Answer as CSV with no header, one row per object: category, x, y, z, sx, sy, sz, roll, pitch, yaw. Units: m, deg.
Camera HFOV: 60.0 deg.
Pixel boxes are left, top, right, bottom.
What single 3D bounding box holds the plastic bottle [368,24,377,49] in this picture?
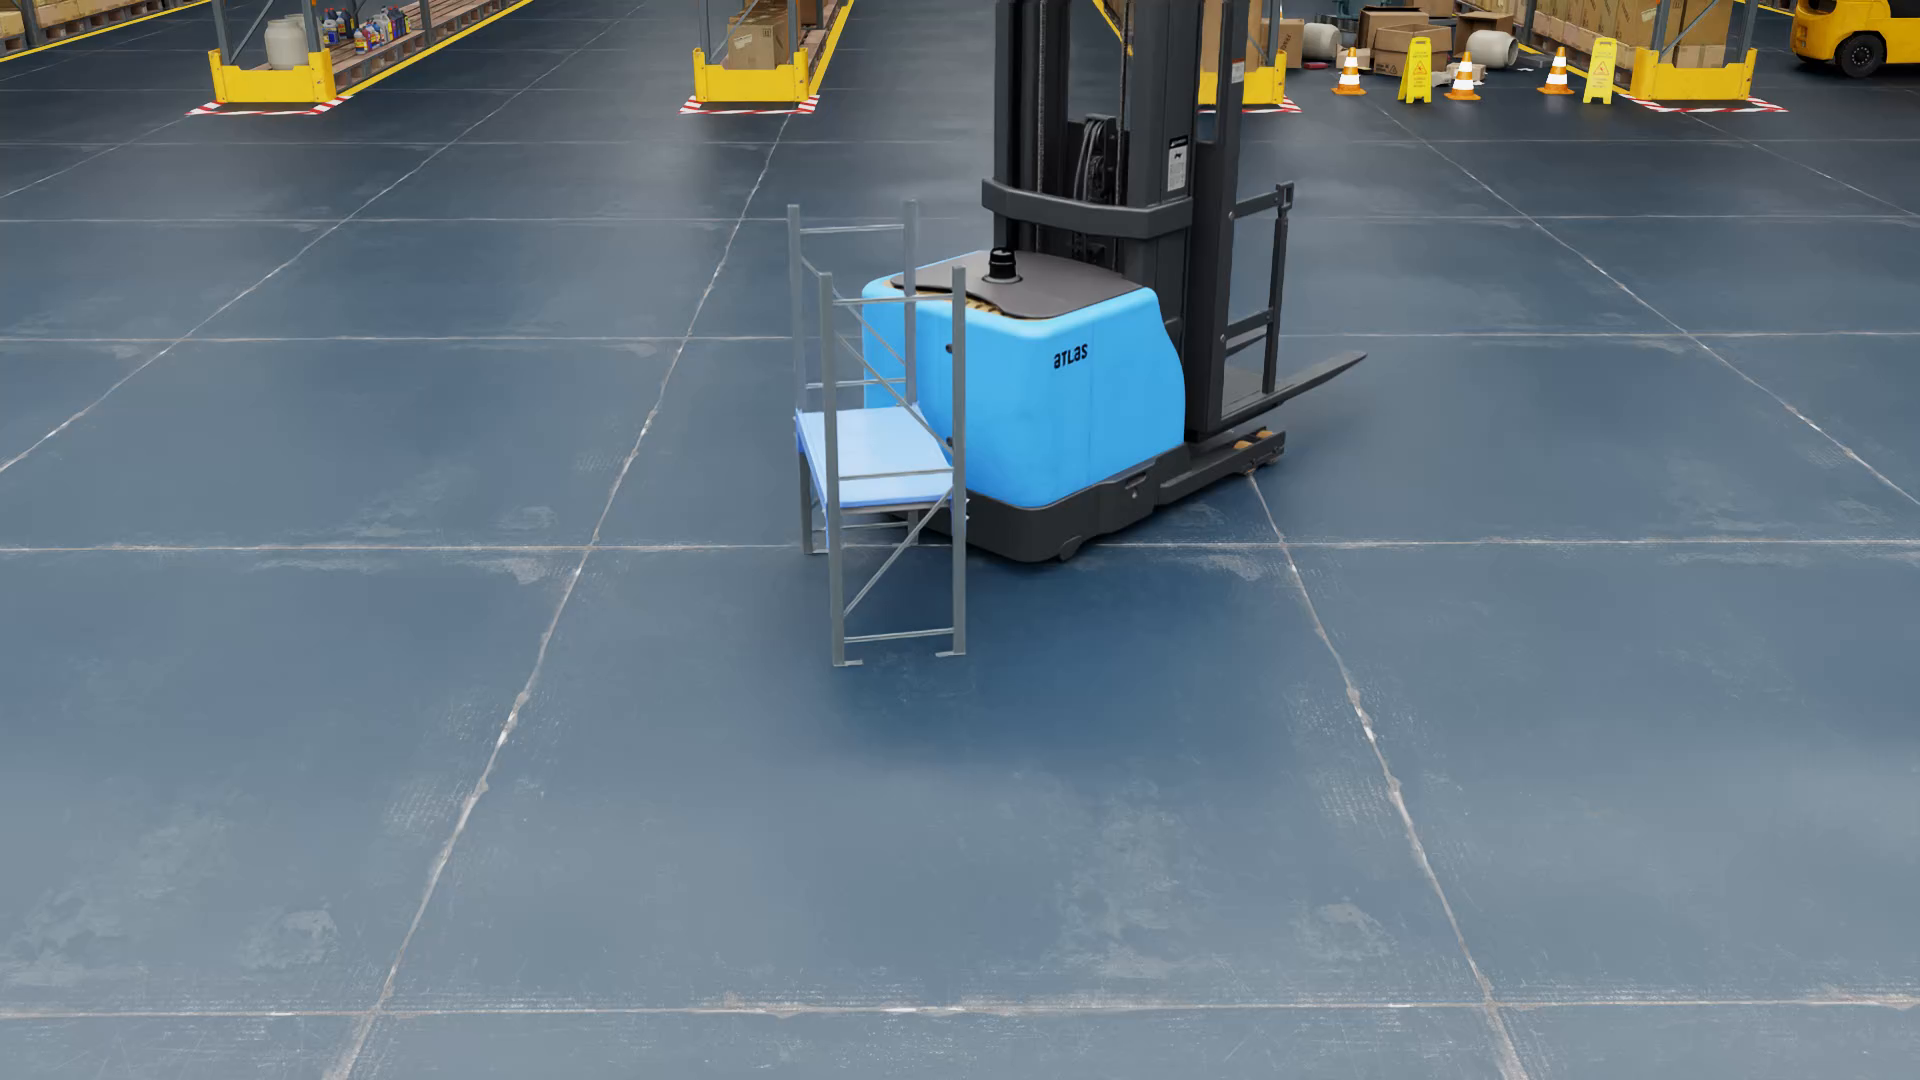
plastic bottle,-6.849,-5.858,19.338,0.097,0.271,0.097,0,24,0

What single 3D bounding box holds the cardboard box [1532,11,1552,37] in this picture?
cardboard box,7.419,-6.379,20.540,0.500,0.250,0.500,-1,24,-3

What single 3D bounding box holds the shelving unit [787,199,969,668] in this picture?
shelving unit,-0.328,-0.437,6.397,0.538,1.500,1.048,-5,25,-10

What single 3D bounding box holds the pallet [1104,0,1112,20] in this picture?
pallet,2.624,-7.673,23.959,1.003,0.211,1.213,0,24,-1

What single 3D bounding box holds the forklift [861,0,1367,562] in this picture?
forklift,0.926,-1.766,7.599,1.130,2.935,3.031,20,31,38

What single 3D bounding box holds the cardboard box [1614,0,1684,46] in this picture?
cardboard box,7.457,-5.645,18.009,0.500,0.500,0.500,0,24,0

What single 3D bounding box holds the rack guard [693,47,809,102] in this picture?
rack guard,-2.184,-4.884,17.442,1.175,0.500,0.348,0,24,-1

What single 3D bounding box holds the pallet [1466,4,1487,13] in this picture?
pallet,7.657,-7.239,22.999,1.003,0.211,1.213,0,24,-1

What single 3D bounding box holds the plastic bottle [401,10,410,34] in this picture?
plastic bottle,-6.844,-6.384,20.487,0.061,0.283,0.133,1,24,2

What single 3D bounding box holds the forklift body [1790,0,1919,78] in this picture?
forklift body,10.845,-6.446,18.893,2.313,2.155,1.214,0,24,-1

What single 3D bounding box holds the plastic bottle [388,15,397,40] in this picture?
plastic bottle,-6.838,-6.170,20.015,0.061,0.283,0.133,1,24,3

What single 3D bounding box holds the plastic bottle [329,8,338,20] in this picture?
plastic bottle,-7.585,-6.277,20.168,0.144,0.351,0.185,0,24,1

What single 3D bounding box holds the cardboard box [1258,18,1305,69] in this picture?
cardboard box,3.777,-5.848,19.570,0.500,0.500,0.500,4,25,9

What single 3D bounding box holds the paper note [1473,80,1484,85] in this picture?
paper note,5.726,-5.064,18.409,0.148,0.019,0.142,-9,26,-19

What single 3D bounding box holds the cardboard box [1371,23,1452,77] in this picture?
cardboard box,5.176,-5.611,19.046,0.797,0.503,0.637,-19,31,-36

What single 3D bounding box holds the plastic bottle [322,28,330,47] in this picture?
plastic bottle,-7.456,-5.897,19.511,0.097,0.201,0.097,0,24,0

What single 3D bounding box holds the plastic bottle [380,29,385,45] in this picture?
plastic bottle,-6.852,-5.951,19.630,0.097,0.201,0.097,0,24,0

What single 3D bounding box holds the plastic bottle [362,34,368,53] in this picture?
plastic bottle,-6.845,-5.686,19.044,0.097,0.201,0.097,0,24,0

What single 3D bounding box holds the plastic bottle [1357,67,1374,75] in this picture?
plastic bottle,4.619,-5.398,19.110,0.133,0.061,0.283,-9,26,-19

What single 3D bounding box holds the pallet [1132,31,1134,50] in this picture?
pallet,2.664,-6.036,20.340,1.003,0.211,1.213,0,24,-1

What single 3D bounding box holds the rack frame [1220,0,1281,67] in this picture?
rack frame,2.778,-5.972,16.815,1.000,3.000,0.127,0,24,-1

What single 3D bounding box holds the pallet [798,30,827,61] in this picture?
pallet,-2.184,-6.093,20.465,1.003,0.211,1.213,0,24,-1

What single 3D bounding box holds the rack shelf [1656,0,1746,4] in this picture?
rack shelf,7.705,-6.532,18.927,1.077,0.370,4.000,0,24,-1

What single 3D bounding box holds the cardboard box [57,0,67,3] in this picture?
cardboard box,-11.888,-7.169,21.607,0.500,0.311,0.500,-1,24,-1

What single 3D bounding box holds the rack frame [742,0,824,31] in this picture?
rack frame,-2.227,-7.640,20.502,1.000,3.000,0.127,0,24,-1

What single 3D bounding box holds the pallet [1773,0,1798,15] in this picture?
pallet,12.573,-7.747,24.122,1.003,0.211,1.213,0,24,-1

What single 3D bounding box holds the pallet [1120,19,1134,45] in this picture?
pallet,2.650,-6.668,21.736,1.003,0.211,1.213,0,24,-1

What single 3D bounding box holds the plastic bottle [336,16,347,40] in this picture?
plastic bottle,-7.463,-6.181,20.054,0.097,0.271,0.097,0,24,0

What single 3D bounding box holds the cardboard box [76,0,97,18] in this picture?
cardboard box,-11.902,-7.127,22.195,0.500,0.250,0.500,-1,24,-2

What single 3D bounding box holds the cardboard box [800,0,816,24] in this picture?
cardboard box,-2.212,-6.954,21.486,0.700,0.500,0.500,-2,24,-5

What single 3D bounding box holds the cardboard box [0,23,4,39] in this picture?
cardboard box,-11.913,-6.139,20.011,0.500,0.250,0.500,0,24,-1

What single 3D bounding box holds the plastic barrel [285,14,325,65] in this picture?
plastic barrel,-7.225,-5.504,18.290,0.421,0.512,0.421,0,24,0

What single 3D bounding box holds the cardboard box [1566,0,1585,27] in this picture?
cardboard box,7.441,-6.286,19.426,0.500,0.500,0.500,1,24,2

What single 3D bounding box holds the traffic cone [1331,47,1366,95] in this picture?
traffic cone,4.192,-5.042,17.836,0.336,0.463,0.334,0,24,-1

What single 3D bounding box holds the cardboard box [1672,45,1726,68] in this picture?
cardboard box,7.994,-5.308,18.174,0.500,0.250,0.500,0,24,-1

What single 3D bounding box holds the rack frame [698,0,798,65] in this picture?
rack frame,-2.183,-5.992,16.858,1.000,3.000,0.127,0,24,-1

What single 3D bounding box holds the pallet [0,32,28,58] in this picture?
pallet,-12.166,-5.998,20.257,1.003,0.211,1.213,0,24,-1

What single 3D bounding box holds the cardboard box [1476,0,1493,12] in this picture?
cardboard box,7.654,-7.477,22.822,0.950,0.372,0.625,1,24,1

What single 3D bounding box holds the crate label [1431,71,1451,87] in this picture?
crate label,5.255,-5.082,18.320,0.250,0.136,0.298,-14,28,-28

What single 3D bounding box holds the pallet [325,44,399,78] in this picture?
pallet,-7.197,-5.566,19.301,1.003,0.211,1.213,0,24,-1

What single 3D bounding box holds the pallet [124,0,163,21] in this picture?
pallet,-12.206,-7.635,23.875,1.003,0.211,1.213,0,24,-1

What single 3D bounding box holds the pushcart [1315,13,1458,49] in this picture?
pushcart,5.404,-6.459,21.073,1.648,0.377,0.936,-9,26,-19

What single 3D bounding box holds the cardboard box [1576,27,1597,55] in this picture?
cardboard box,7.440,-5.736,19.119,0.500,0.250,0.500,-1,24,-2

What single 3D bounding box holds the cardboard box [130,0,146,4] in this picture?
cardboard box,-11.917,-7.756,23.585,0.500,0.250,0.500,-1,24,-1

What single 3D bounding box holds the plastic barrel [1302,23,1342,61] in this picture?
plastic barrel,4.281,-5.986,19.972,0.512,0.421,0.421,19,30,35

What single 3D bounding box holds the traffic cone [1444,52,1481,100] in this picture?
traffic cone,5.326,-4.907,17.537,0.336,0.463,0.334,0,24,-1

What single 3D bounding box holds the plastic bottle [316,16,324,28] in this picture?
plastic bottle,-7.579,-6.024,19.609,0.144,0.351,0.185,0,24,-1

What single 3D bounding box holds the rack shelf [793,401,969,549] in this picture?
rack shelf,-0.328,-0.274,6.471,0.538,0.185,1.000,-5,25,-10

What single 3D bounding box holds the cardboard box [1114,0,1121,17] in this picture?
cardboard box,2.631,-7.440,22.280,1.050,0.750,0.750,0,24,-1

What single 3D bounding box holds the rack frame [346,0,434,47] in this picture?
rack frame,-7.179,-7.618,20.453,1.000,3.000,0.127,0,24,-1

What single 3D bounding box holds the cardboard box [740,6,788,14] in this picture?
cardboard box,-2.202,-5.806,18.970,0.500,0.500,0.500,2,24,4

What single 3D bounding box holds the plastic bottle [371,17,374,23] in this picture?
plastic bottle,-6.981,-6.093,19.844,0.061,0.283,0.133,0,24,-1

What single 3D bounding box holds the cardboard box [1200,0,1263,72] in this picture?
cardboard box,2.704,-5.475,17.783,0.875,0.875,0.875,0,24,0

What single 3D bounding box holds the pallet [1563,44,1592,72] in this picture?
pallet,7.742,-5.633,19.449,1.003,0.211,1.213,0,24,-1

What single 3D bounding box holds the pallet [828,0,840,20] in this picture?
pallet,-2.263,-7.696,24.009,1.003,0.211,1.213,0,24,-1
